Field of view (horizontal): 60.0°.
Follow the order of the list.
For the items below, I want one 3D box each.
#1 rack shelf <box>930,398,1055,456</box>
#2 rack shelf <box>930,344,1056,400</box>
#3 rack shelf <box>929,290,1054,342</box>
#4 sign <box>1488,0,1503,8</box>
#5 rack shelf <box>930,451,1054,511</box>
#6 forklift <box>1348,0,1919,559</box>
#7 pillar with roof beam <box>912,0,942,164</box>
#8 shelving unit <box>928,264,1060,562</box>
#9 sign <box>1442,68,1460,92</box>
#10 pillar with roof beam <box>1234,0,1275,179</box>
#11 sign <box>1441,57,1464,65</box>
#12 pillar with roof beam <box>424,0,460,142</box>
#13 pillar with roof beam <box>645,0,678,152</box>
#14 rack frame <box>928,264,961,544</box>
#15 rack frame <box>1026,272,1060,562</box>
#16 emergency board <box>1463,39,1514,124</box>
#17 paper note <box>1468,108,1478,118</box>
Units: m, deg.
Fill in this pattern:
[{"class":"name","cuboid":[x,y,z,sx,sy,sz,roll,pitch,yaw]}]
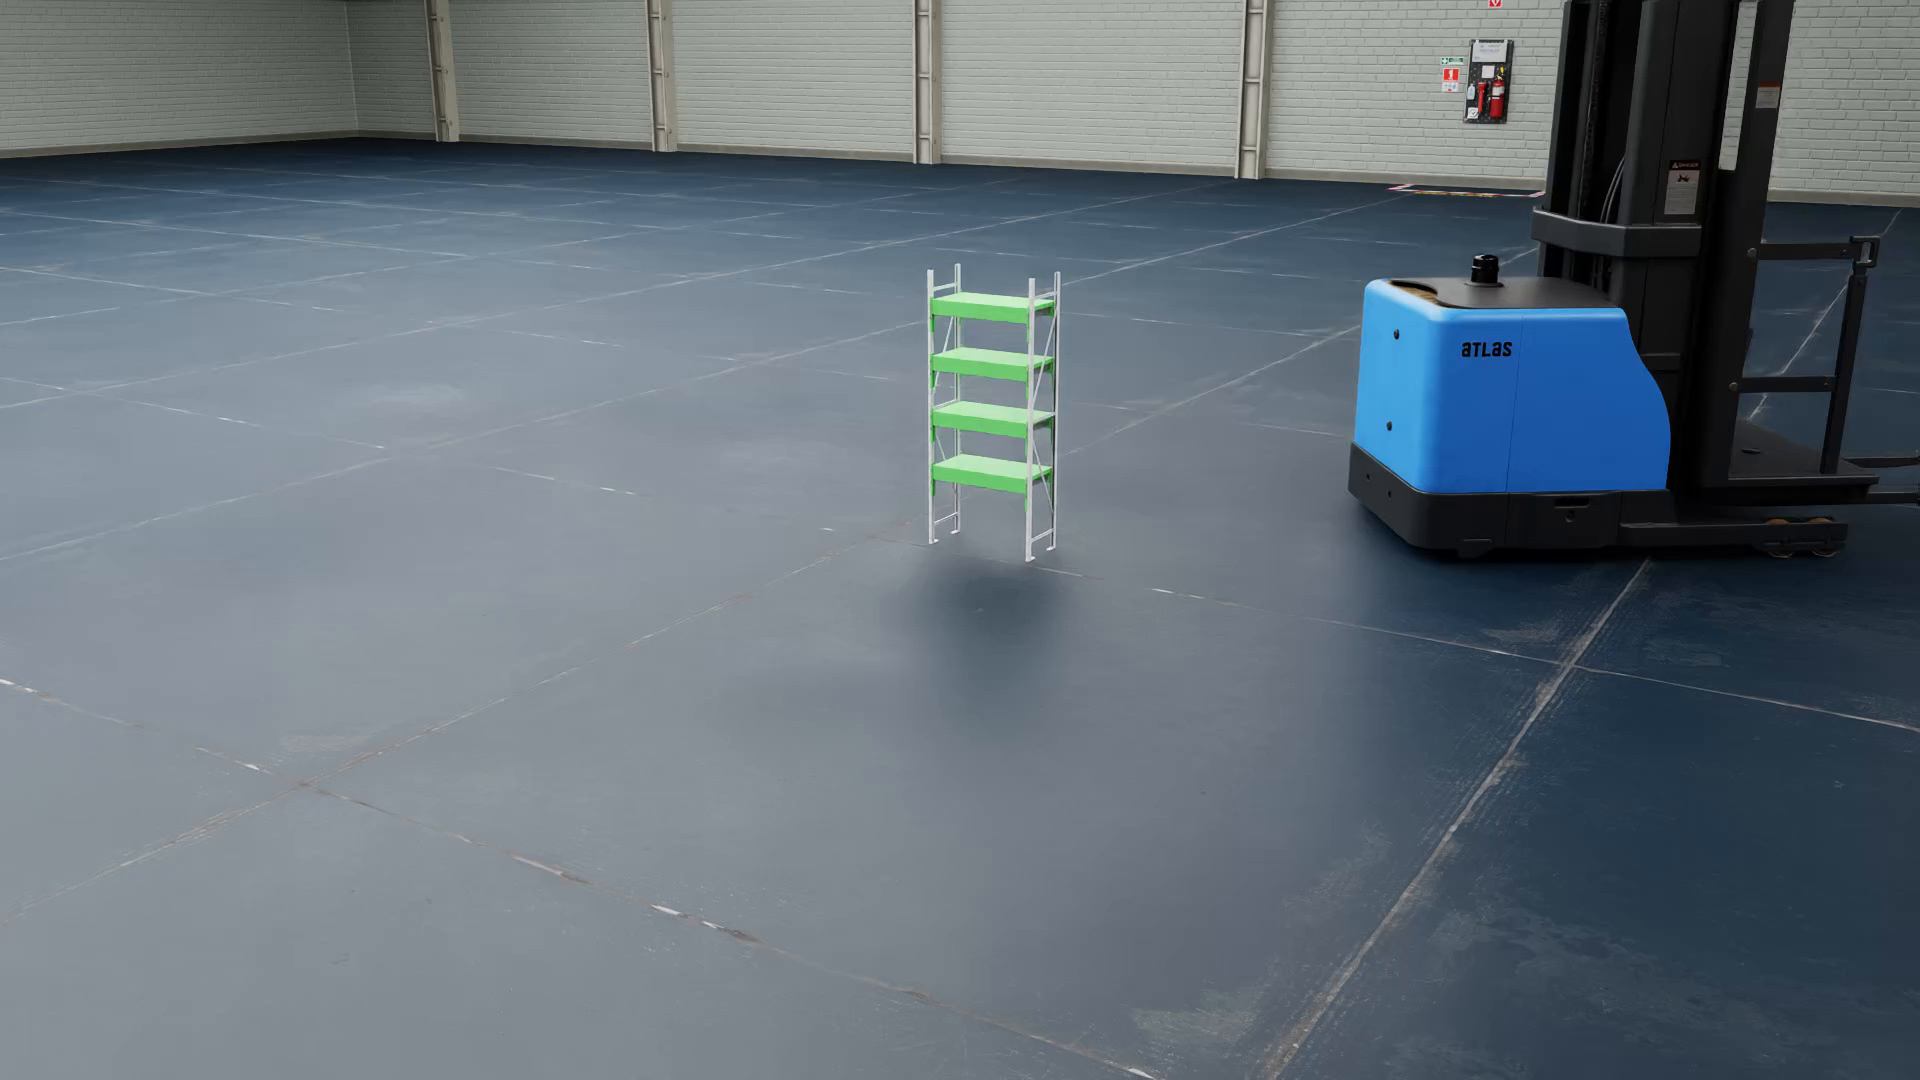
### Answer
[{"class":"rack shelf","cuboid":[0.141,-0.488,7.142,0.480,0.148,0.258,10,20,30]},{"class":"rack shelf","cuboid":[0.141,-0.717,7.073,0.480,0.148,0.258,10,20,30]},{"class":"rack shelf","cuboid":[0.141,-0.947,7.003,0.480,0.148,0.258,10,20,30]},{"class":"sign","cuboid":[7.616,-7.717,23.638,0.199,0.298,0.001,10,20,30]},{"class":"rack shelf","cuboid":[0.141,-0.258,7.212,0.480,0.148,0.258,10,20,30]},{"class":"forklift","cuboid":[3.388,-1.477,7.200,3.031,2.935,1.130,-1,17,-4]},{"class":"pillar with roof beam","cuboid":[-2.822,-9.826,24.248,0.400,9.000,9.100,10,20,30]},{"class":"shelving unit","cuboid":[0.141,-0.549,7.124,0.503,1.200,0.258,10,20,30]},{"class":"sign","cuboid":[7.154,-6.709,24.245,0.234,0.329,0.001,10,20,30]},{"class":"pillar with roof beam","cuboid":[2.291,-8.914,21.244,0.400,9.000,9.100,10,20,30]},{"class":"sign","cuboid":[7.153,-6.960,24.159,0.331,0.109,0.001,10,20,30]},{"class":"pillar with roof beam","cuboid":[-13.047,-11.652,30.257,0.400,9.000,9.100,10,20,30]},{"class":"pillar with roof beam","cuboid":[-7.934,-10.739,27.253,0.400,9.000,9.100,10,20,30]},{"class":"rack frame","cuboid":[-0.067,-0.586,7.246,0.015,1.200,0.240,10,20,30]},{"class":"rack frame","cuboid":[0.349,-0.512,7.002,0.015,1.200,0.240,10,20,30]},{"class":"emergency board","cuboid":[7.571,-6.582,23.890,0.643,1.169,0.194,10,20,30]},{"class":"paper note","cuboid":[7.456,-6.205,24.163,0.142,0.148,0.016,10,20,30]}]
